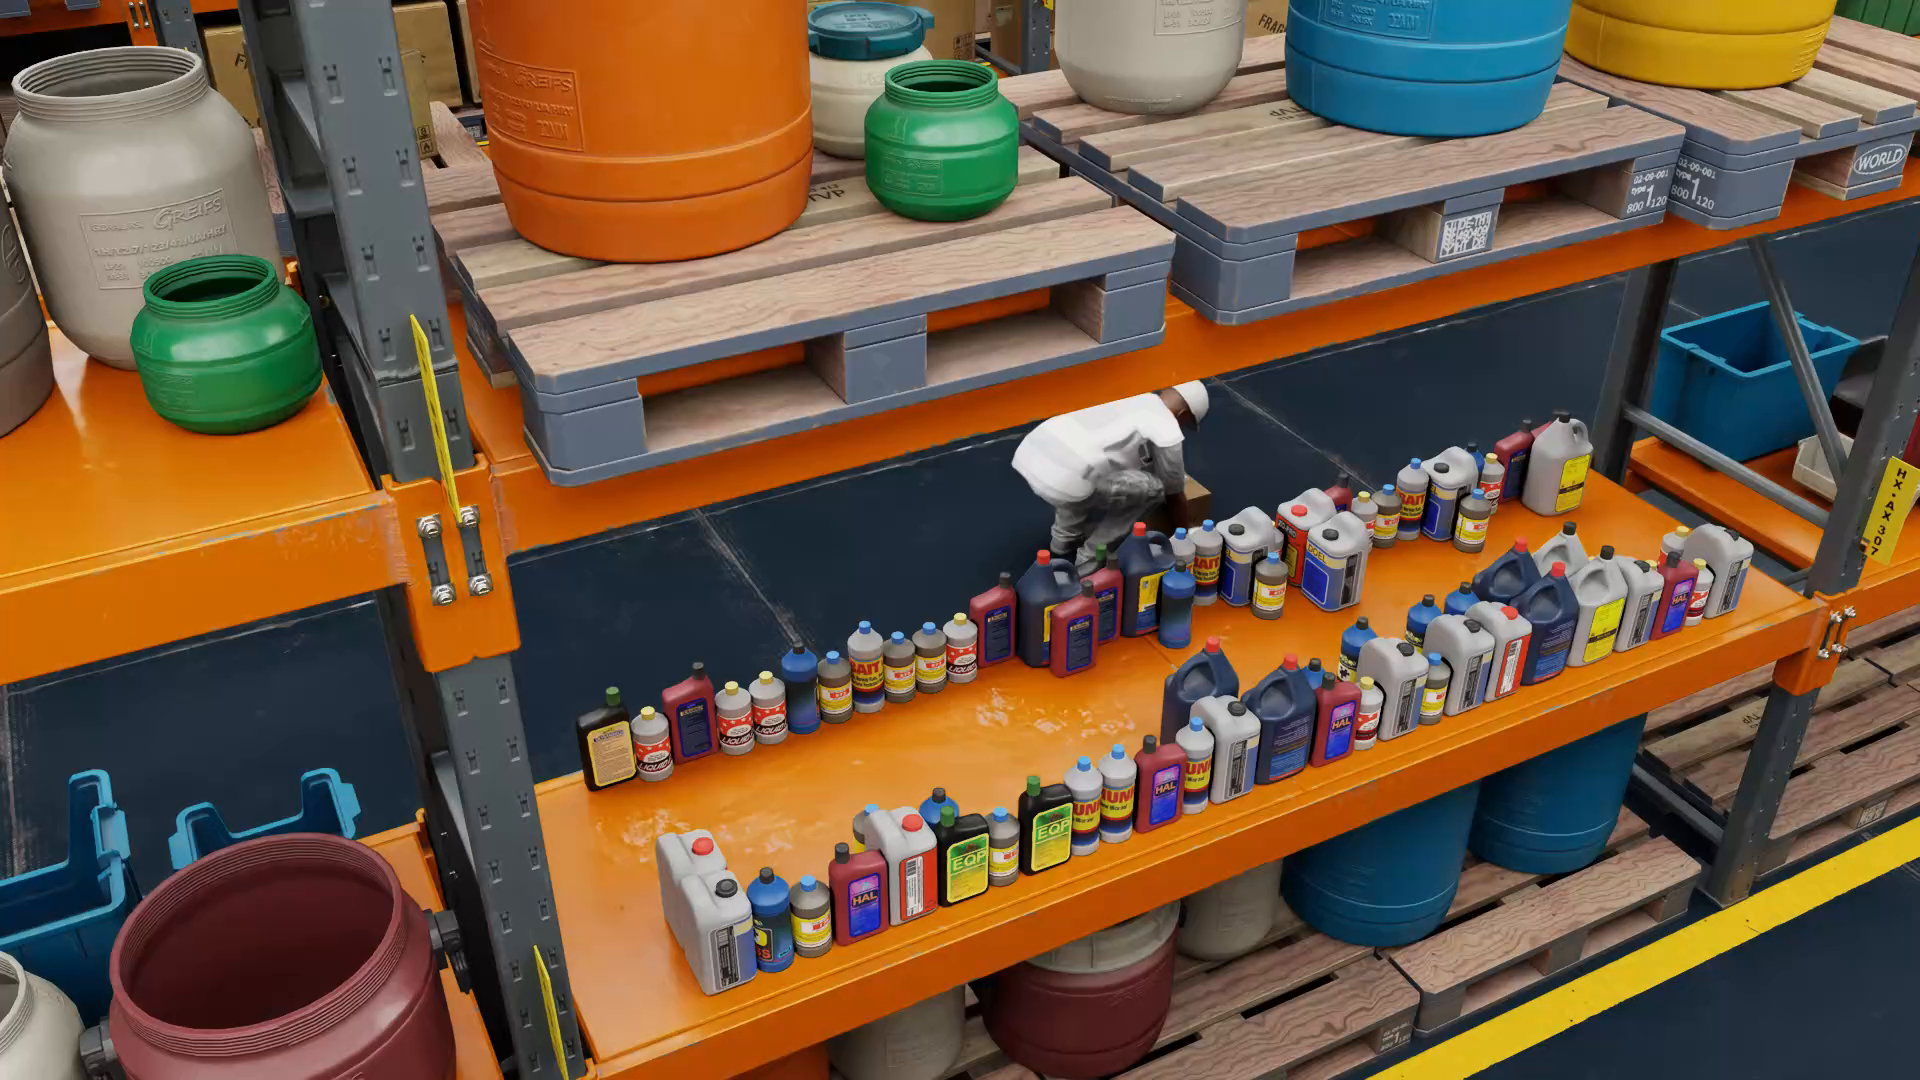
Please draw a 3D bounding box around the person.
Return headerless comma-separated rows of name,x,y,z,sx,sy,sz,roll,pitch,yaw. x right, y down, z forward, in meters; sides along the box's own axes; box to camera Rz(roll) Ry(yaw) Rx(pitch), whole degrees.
person,0.695,-0.292,7.512,0.979,0.813,0.543,-17,36,-24
